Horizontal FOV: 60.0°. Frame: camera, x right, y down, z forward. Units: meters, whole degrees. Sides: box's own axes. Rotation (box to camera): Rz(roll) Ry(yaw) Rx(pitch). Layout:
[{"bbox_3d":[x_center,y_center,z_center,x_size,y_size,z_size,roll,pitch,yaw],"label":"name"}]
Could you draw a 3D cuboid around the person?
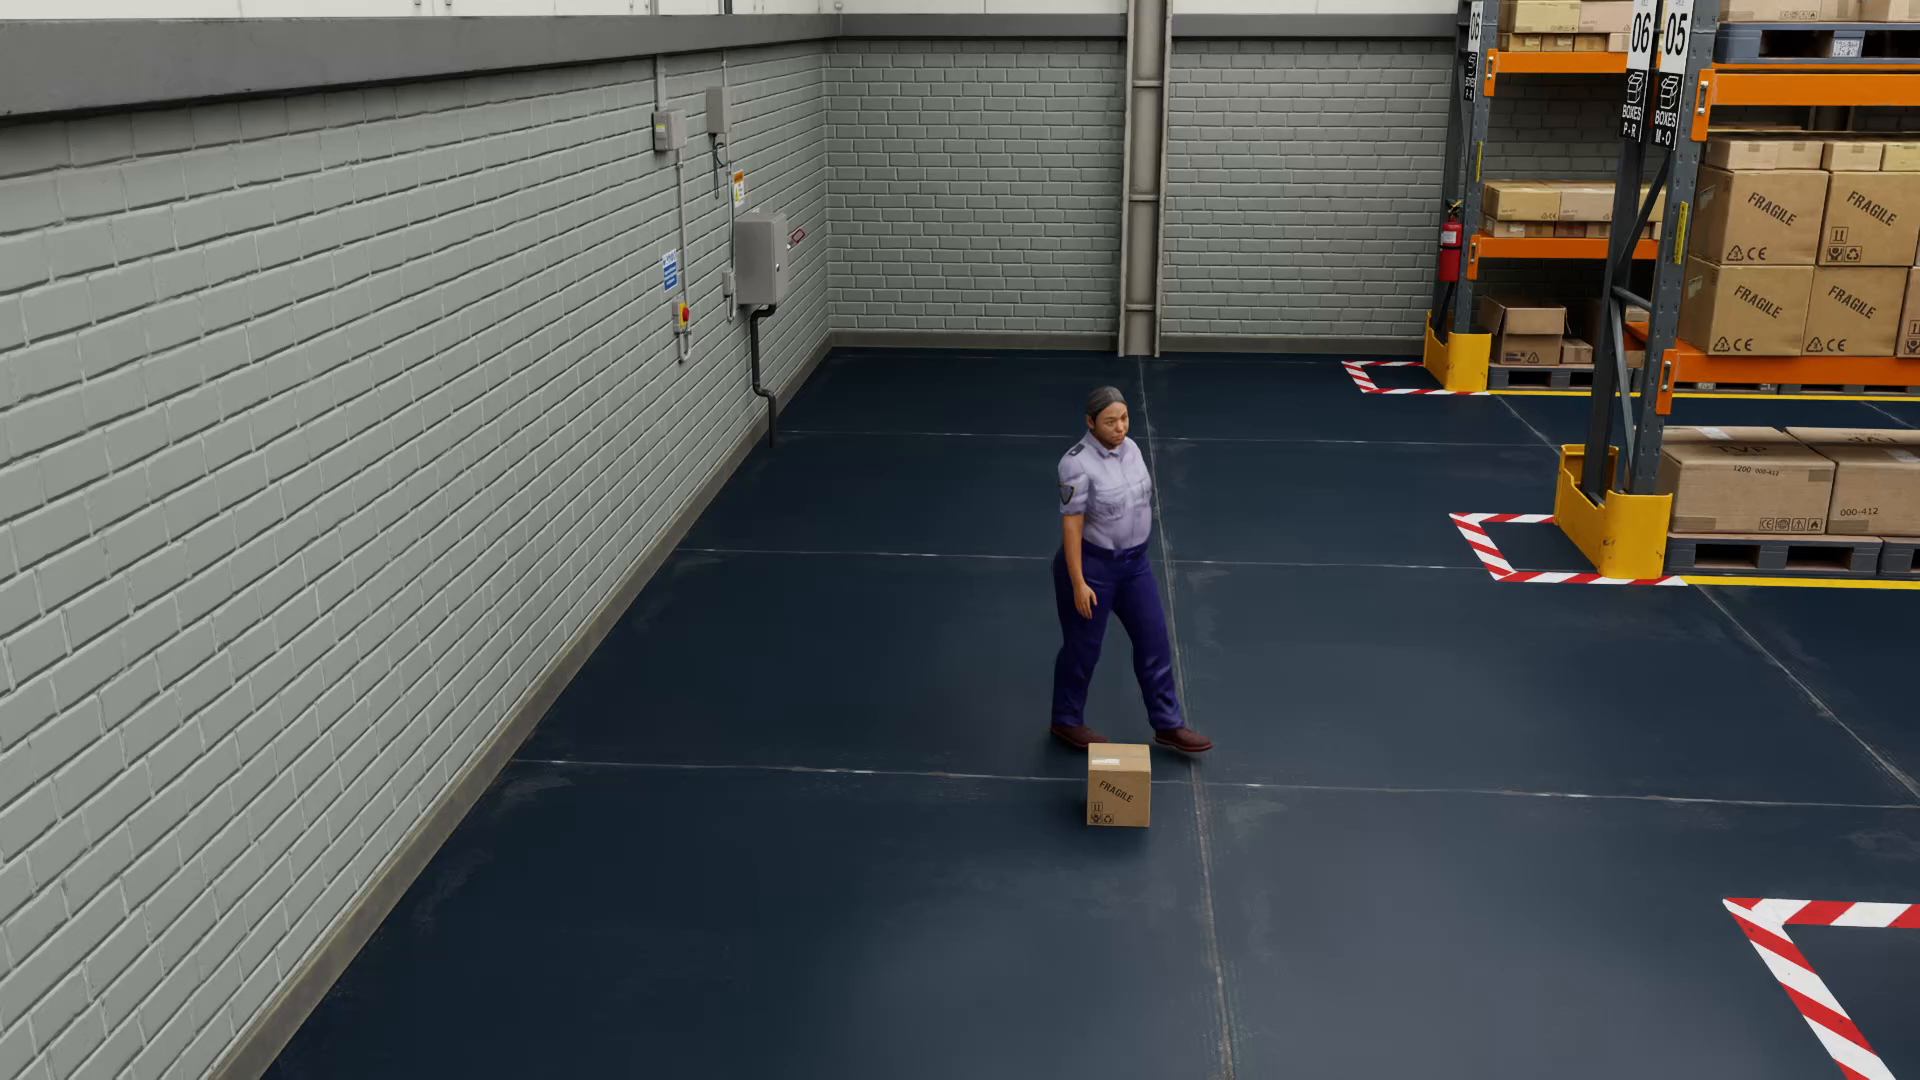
[{"bbox_3d":[0.704,0.152,7.067,0.524,1.631,0.691,-15,23,-38],"label":"person"}]
